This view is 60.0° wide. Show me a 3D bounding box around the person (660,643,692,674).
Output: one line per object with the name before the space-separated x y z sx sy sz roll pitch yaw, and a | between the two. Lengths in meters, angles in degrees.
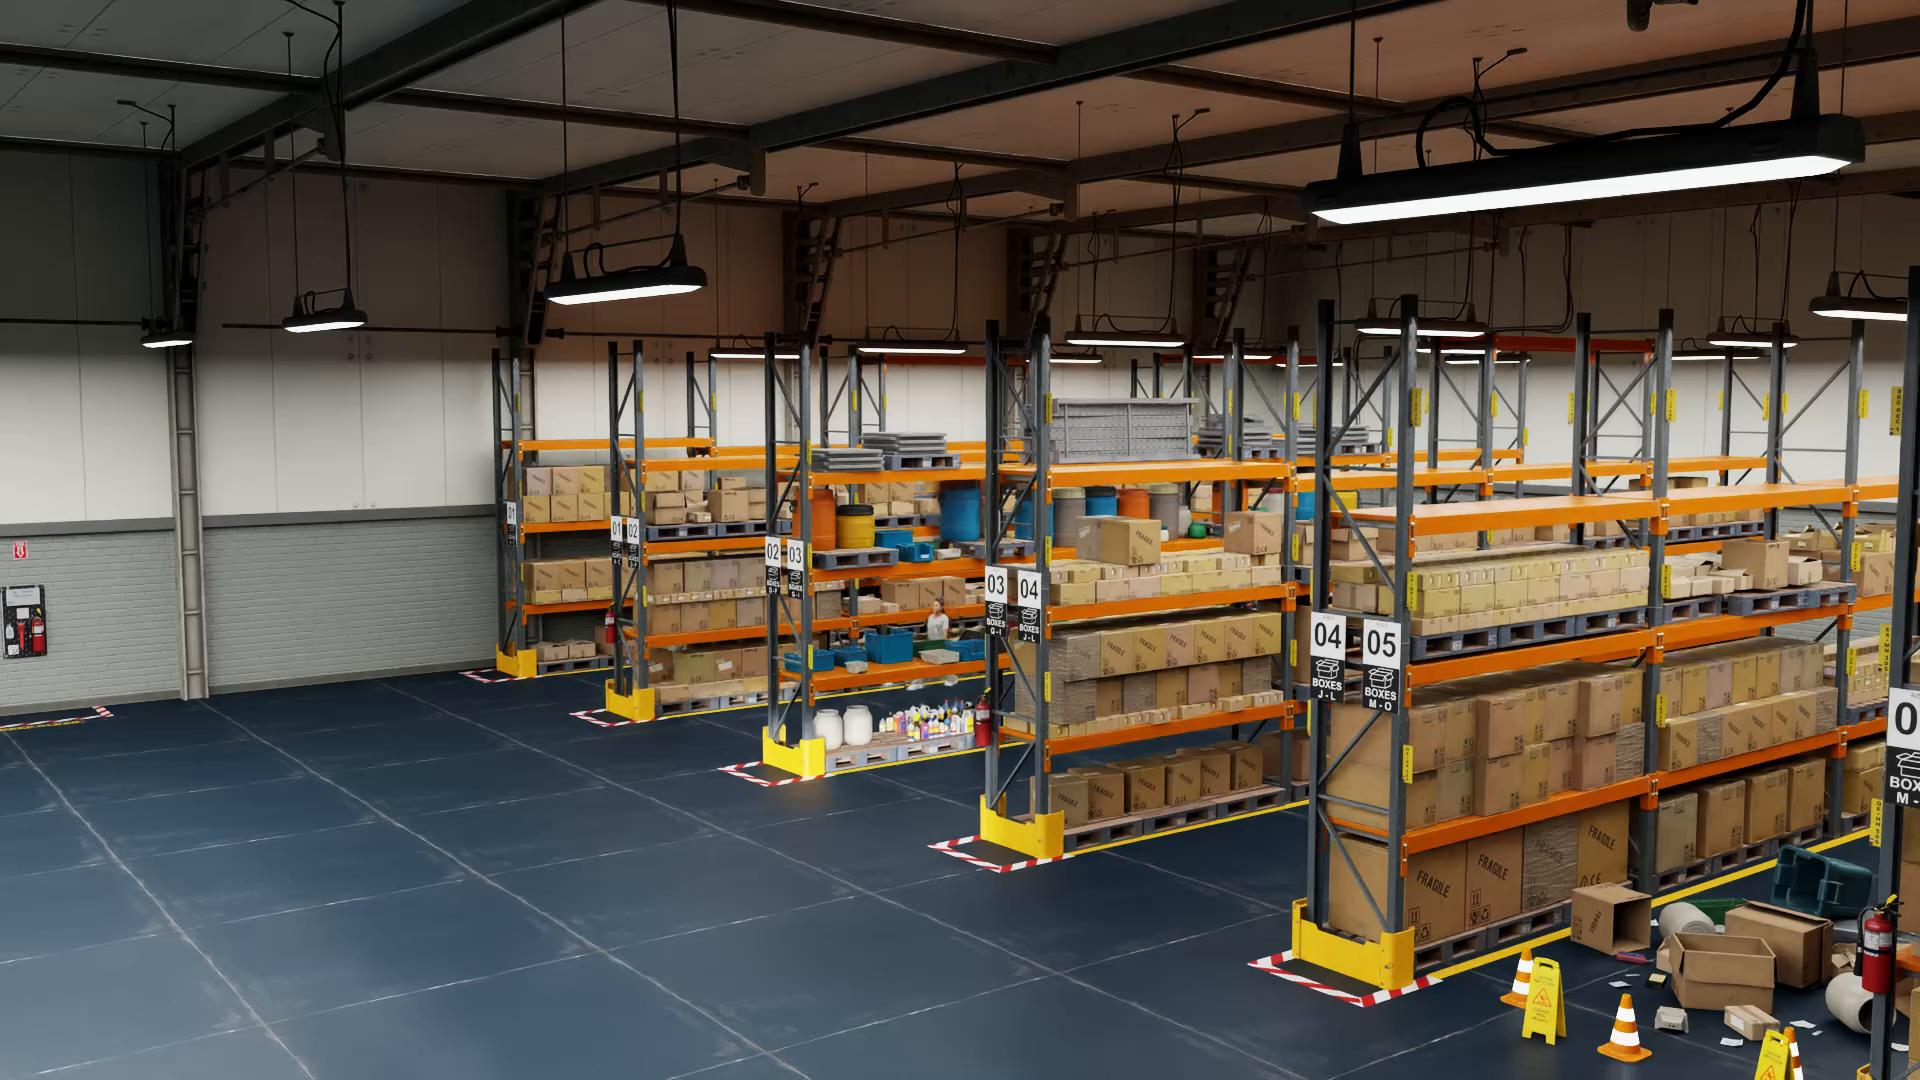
person | -5.021 1.755 29.034 0.528 1.696 0.978 4 7 41

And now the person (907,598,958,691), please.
person | -0.418 1.720 27.579 0.493 1.494 1.040 4 7 40
